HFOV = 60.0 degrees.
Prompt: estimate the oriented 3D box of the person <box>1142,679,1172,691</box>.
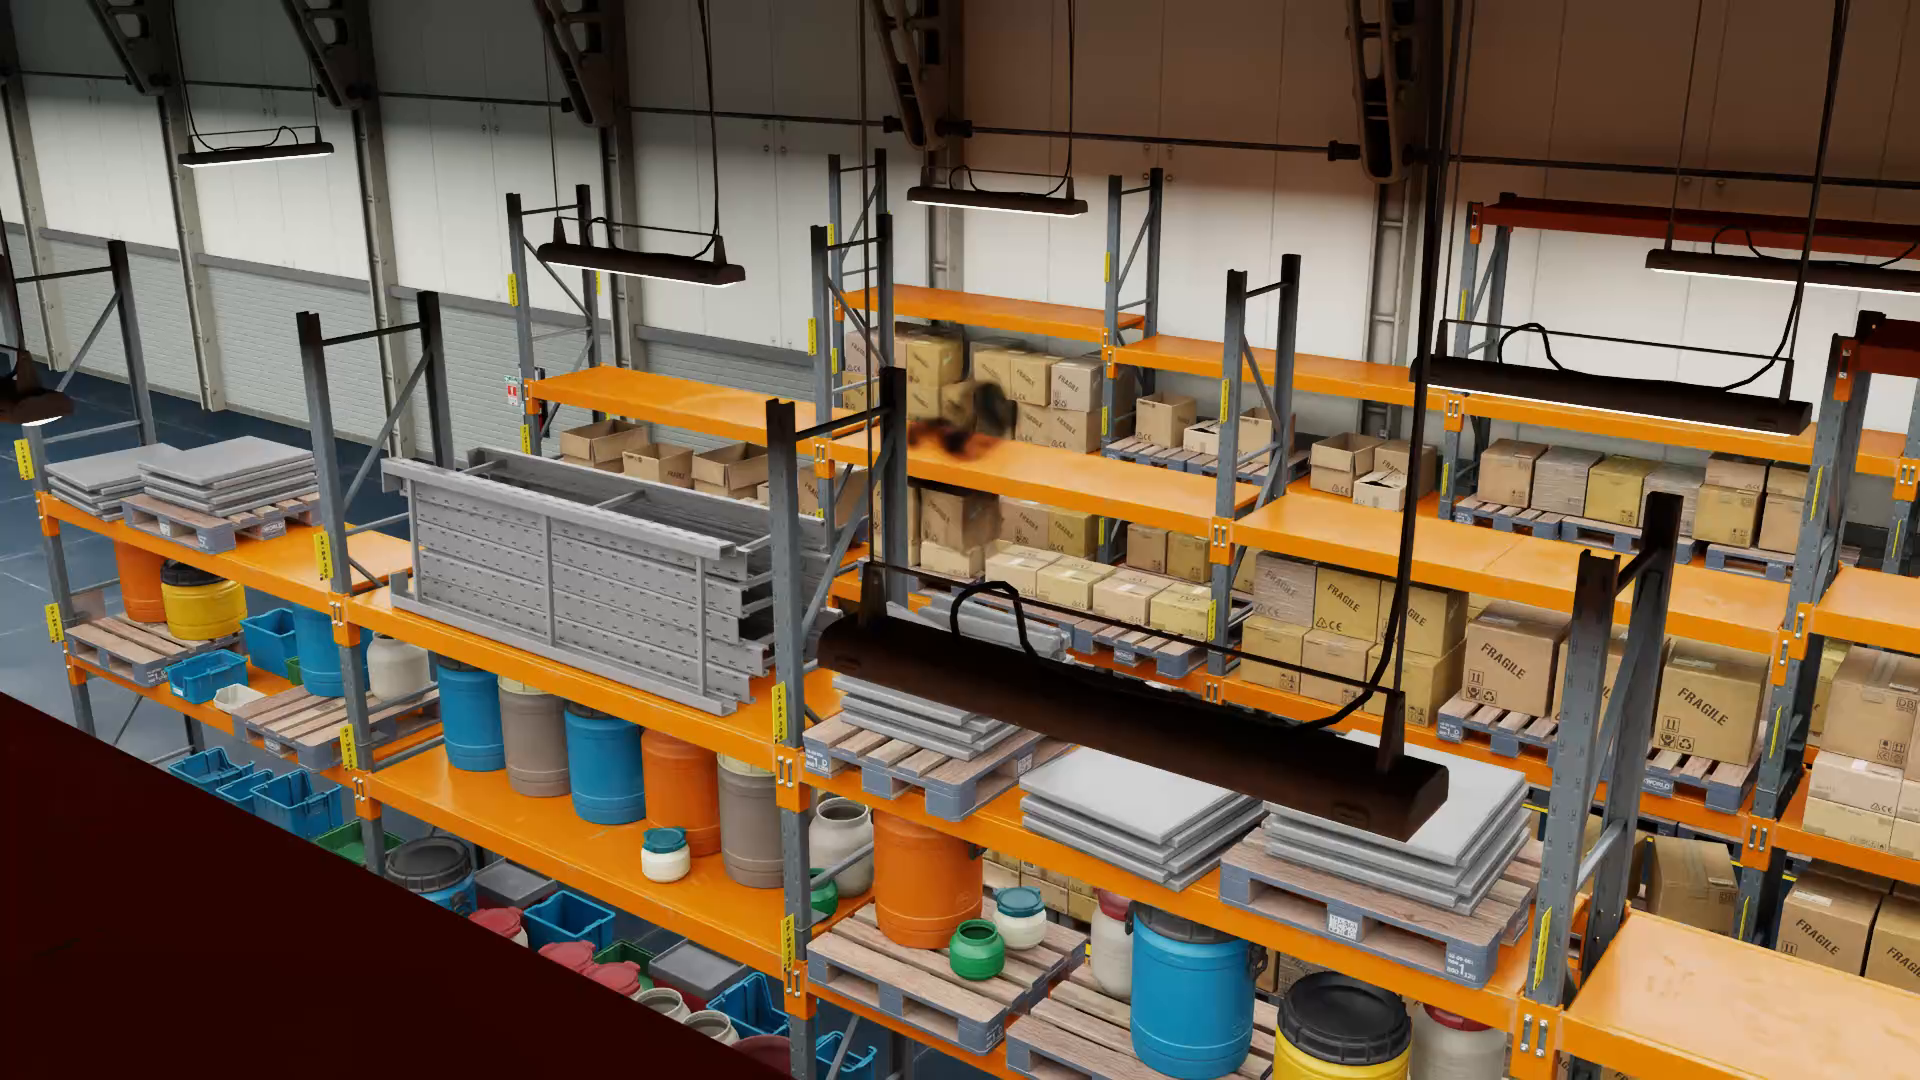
[{"bbox_3d":[1.827,1.806,16.322,0.540,1.621,0.623,11,21,29],"label":"person"}]
